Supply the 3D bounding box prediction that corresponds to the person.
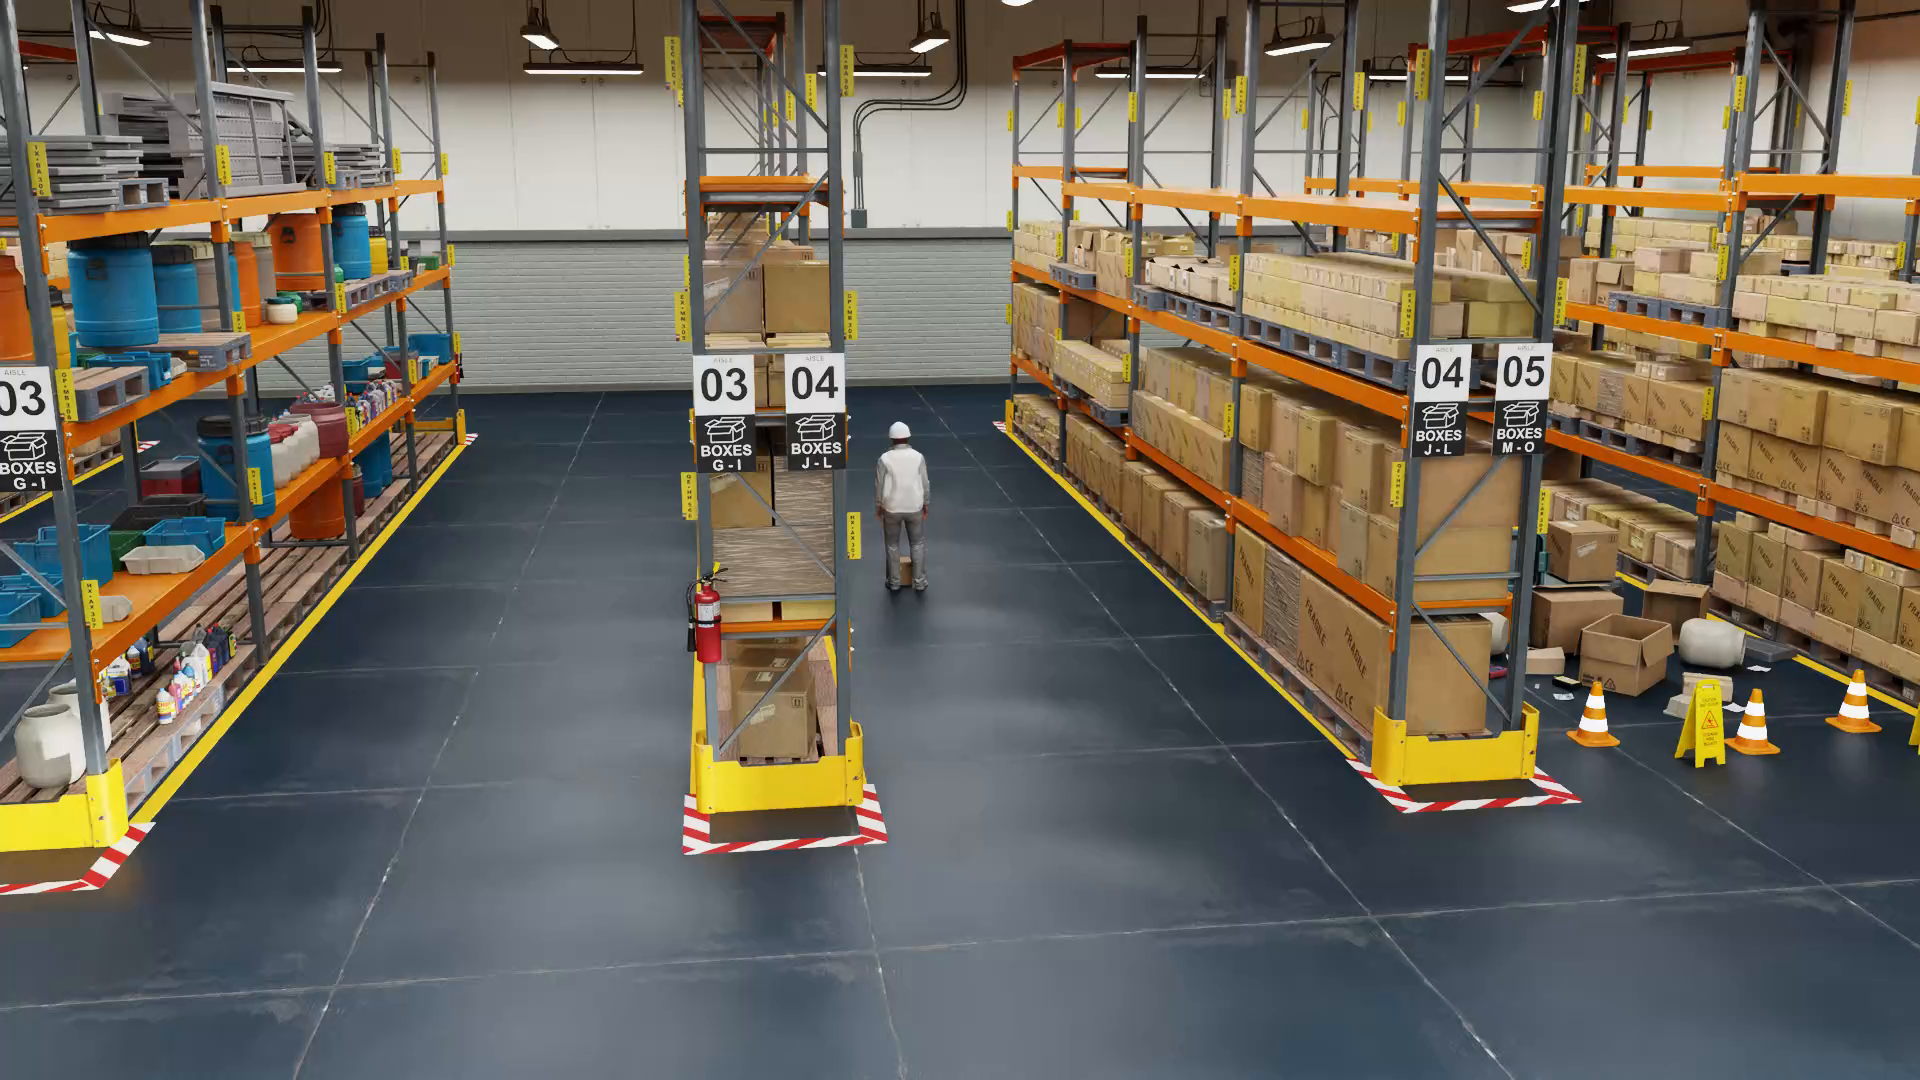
[{"bbox_3d":[-3.885,-2.169,16.343,7.240,5.808,11.415,-2,13,-8],"label":"person"}]
